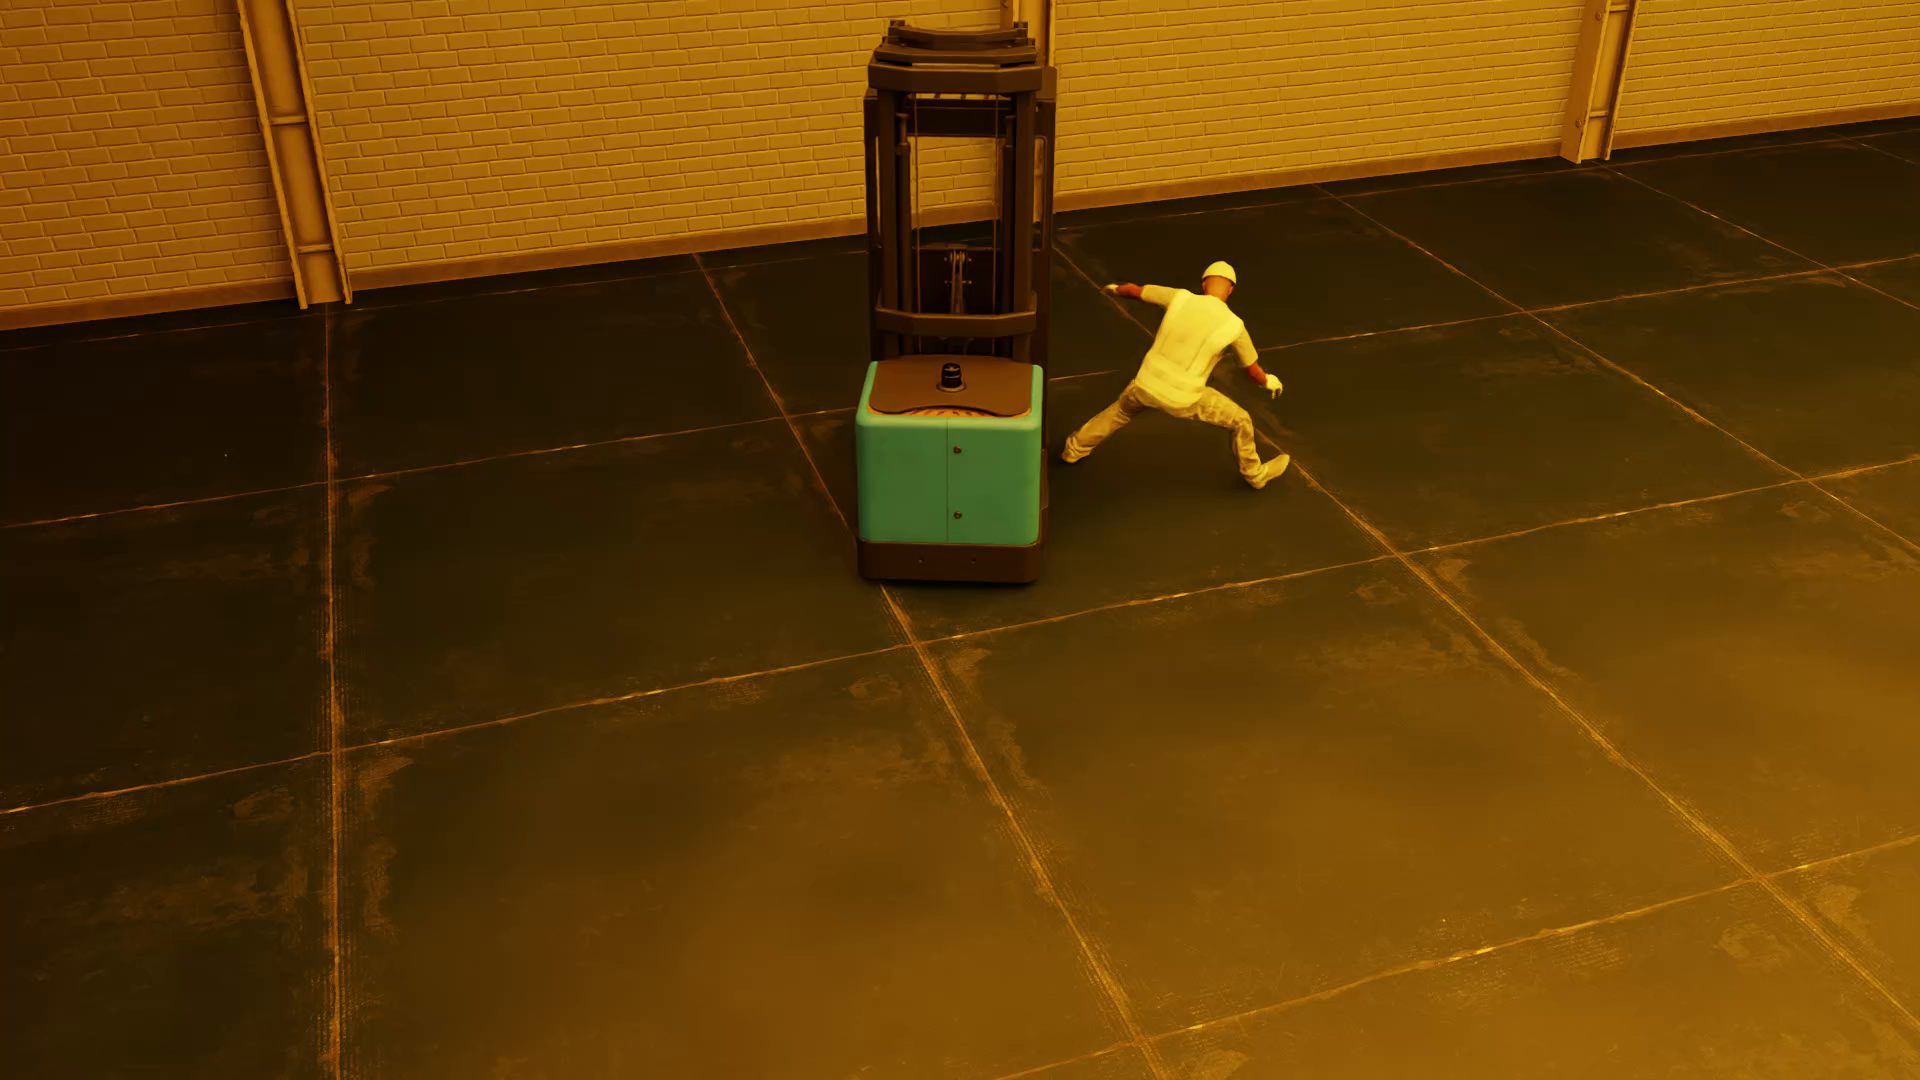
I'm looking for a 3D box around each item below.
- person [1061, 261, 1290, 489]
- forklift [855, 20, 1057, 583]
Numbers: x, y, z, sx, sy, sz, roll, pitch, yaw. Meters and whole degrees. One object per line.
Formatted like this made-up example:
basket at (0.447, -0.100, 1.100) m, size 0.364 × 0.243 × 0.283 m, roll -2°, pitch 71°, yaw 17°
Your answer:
person at (1.378, -1.041, 10.420) m, size 1.314 × 1.454 × 0.797 m, roll 22°, pitch 36°, yaw 33°
forklift at (0.013, -1.728, 10.091) m, size 1.130 × 2.935 × 3.031 m, roll 2°, pitch 30°, yaw 3°
